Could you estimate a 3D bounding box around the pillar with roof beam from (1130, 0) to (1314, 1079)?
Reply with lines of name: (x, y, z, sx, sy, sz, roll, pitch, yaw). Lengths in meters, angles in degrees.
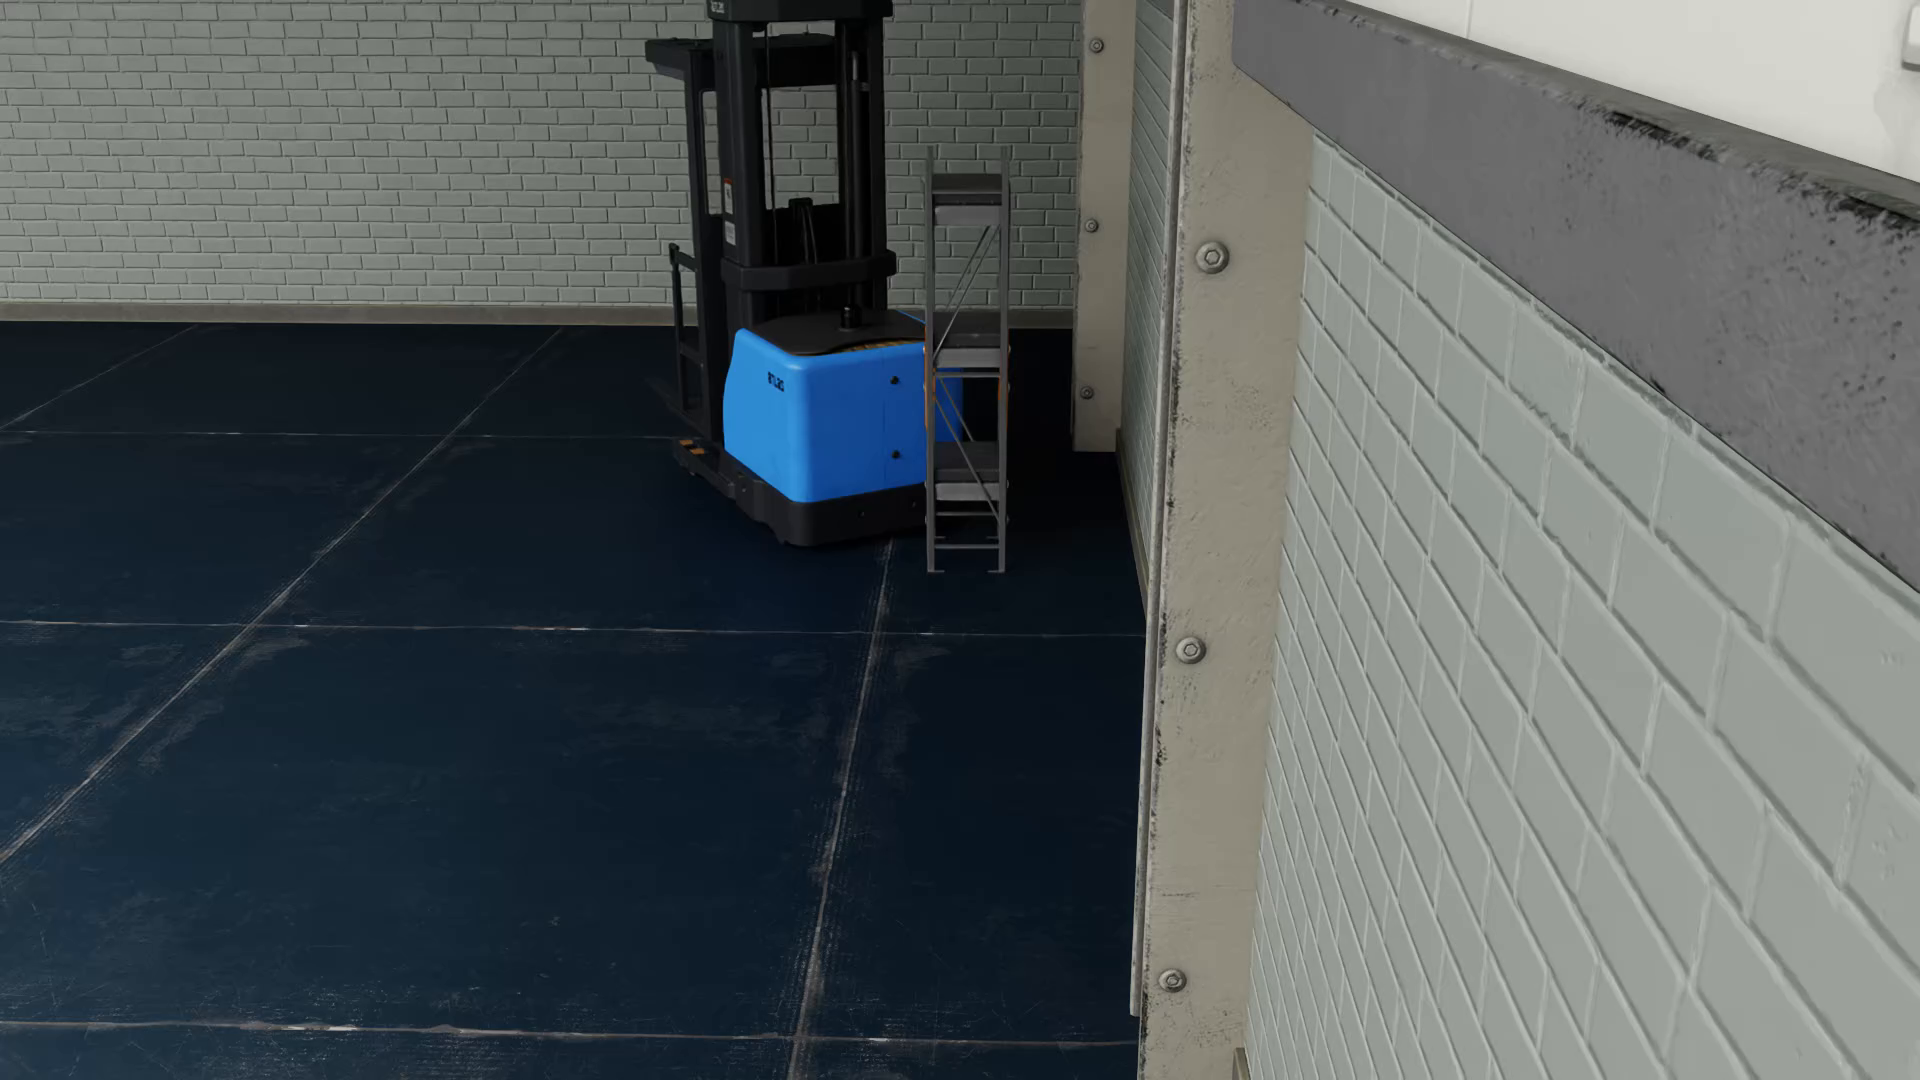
pillar with roof beam: (-3.619, -2.703, 3.556, 9.100, 9.000, 0.400, 1, 21, 2)

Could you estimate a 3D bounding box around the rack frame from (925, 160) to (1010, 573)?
rack frame: (0.034, -0.810, 8.214, 0.400, 2.100, 0.015, 0, 21, 0)

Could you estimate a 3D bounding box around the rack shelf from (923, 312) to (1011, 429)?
rack shelf: (0.034, -0.886, 8.446, 0.431, 0.518, 0.480, 0, 21, 0)

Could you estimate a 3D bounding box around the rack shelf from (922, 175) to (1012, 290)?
rack shelf: (0.034, -1.538, 8.193, 0.431, 0.518, 0.480, 0, 21, 0)

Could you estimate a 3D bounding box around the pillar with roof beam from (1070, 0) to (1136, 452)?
pillar with roof beam: (-3.436, -4.873, 9.147, 9.100, 9.000, 0.400, 1, 21, 2)

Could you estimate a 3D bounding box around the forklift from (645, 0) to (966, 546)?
forklift: (-1.108, -1.823, 9.676, 1.130, 2.935, 3.031, -11, 24, -26)

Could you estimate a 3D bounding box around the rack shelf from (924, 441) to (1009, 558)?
rack shelf: (0.034, -0.233, 8.699, 0.431, 0.518, 0.480, 0, 21, 0)

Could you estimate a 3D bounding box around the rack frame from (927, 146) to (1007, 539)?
rack frame: (0.035, -0.987, 8.669, 0.400, 2.100, 0.015, 0, 21, 0)

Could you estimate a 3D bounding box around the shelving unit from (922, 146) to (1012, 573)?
shelving unit: (0.034, -0.898, 8.441, 0.431, 2.100, 0.503, 0, 21, 0)
